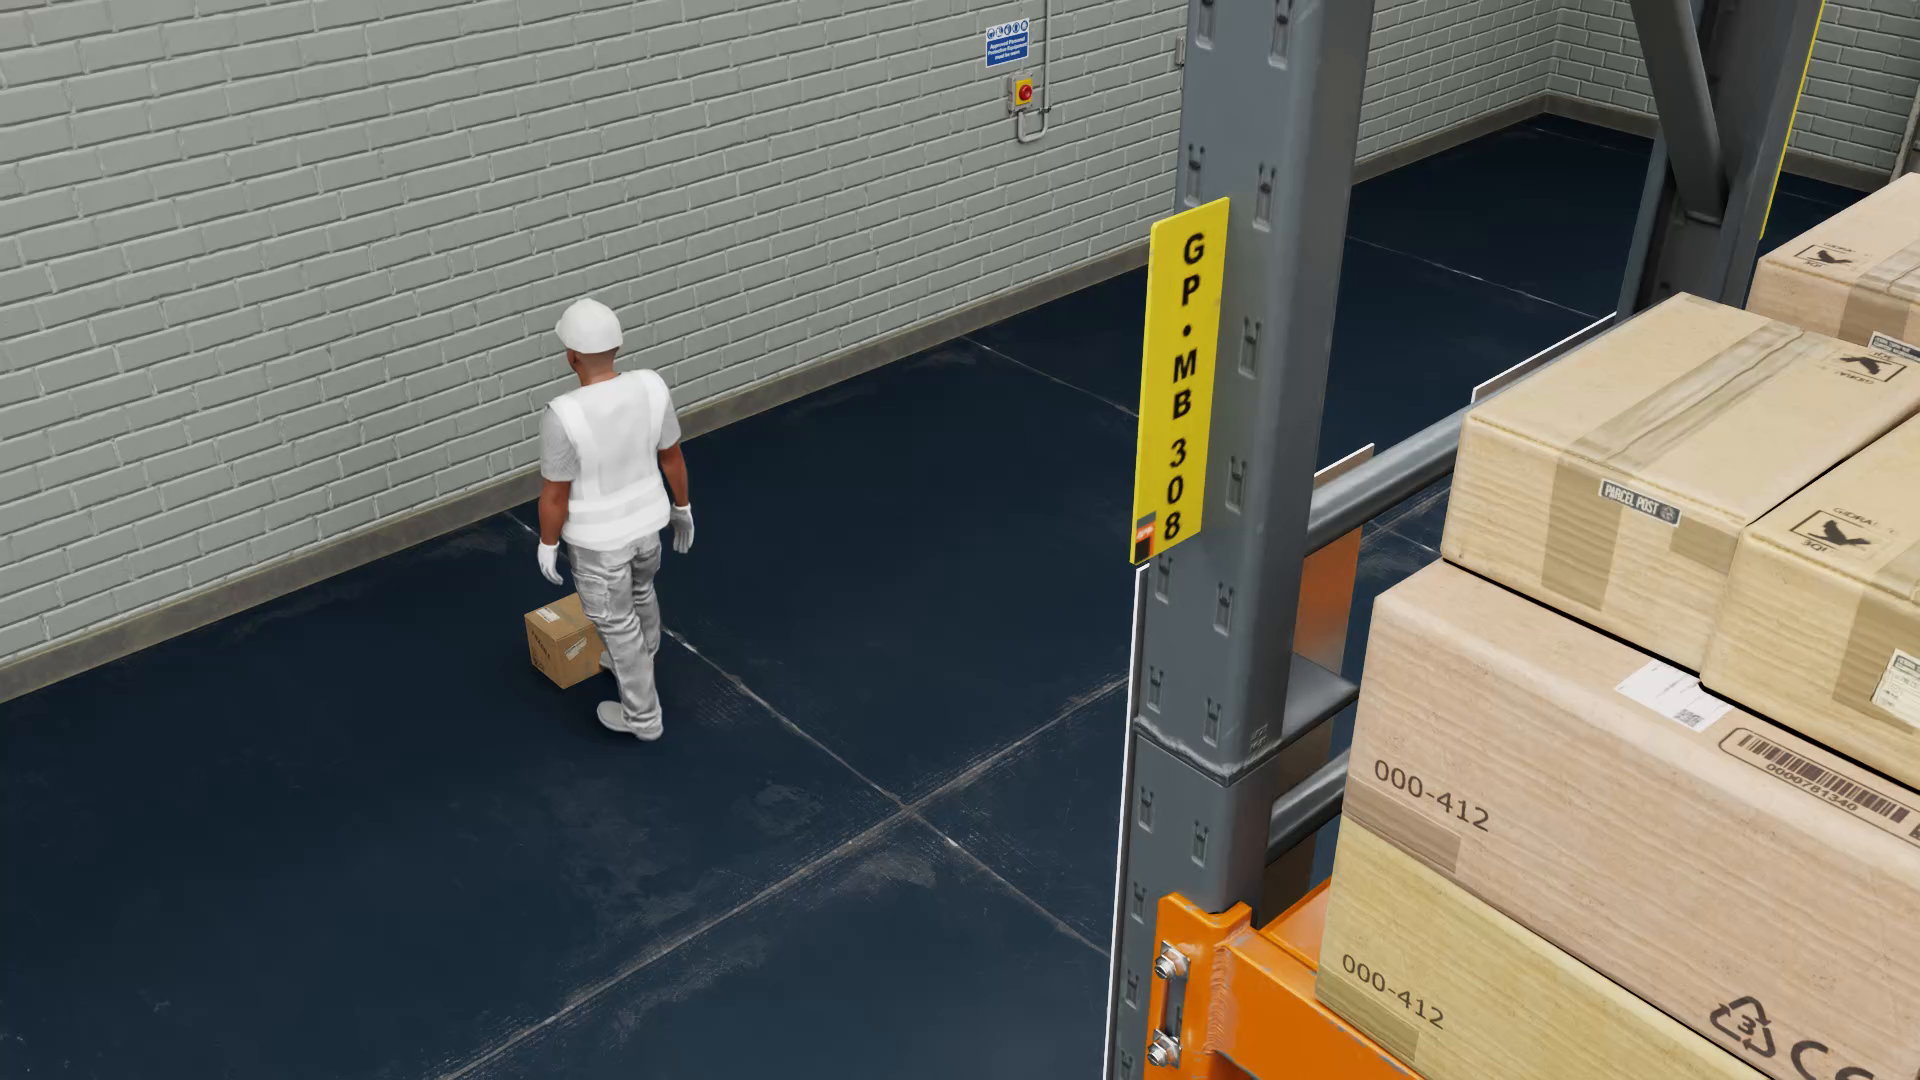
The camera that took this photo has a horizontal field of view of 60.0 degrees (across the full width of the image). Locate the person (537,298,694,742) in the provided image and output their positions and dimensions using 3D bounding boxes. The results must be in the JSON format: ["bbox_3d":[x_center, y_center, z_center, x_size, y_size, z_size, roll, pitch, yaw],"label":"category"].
[{"bbox_3d":[-1.399,-0.095,6.253,0.637,1.779,0.566,24,39,34],"label":"person"}]
